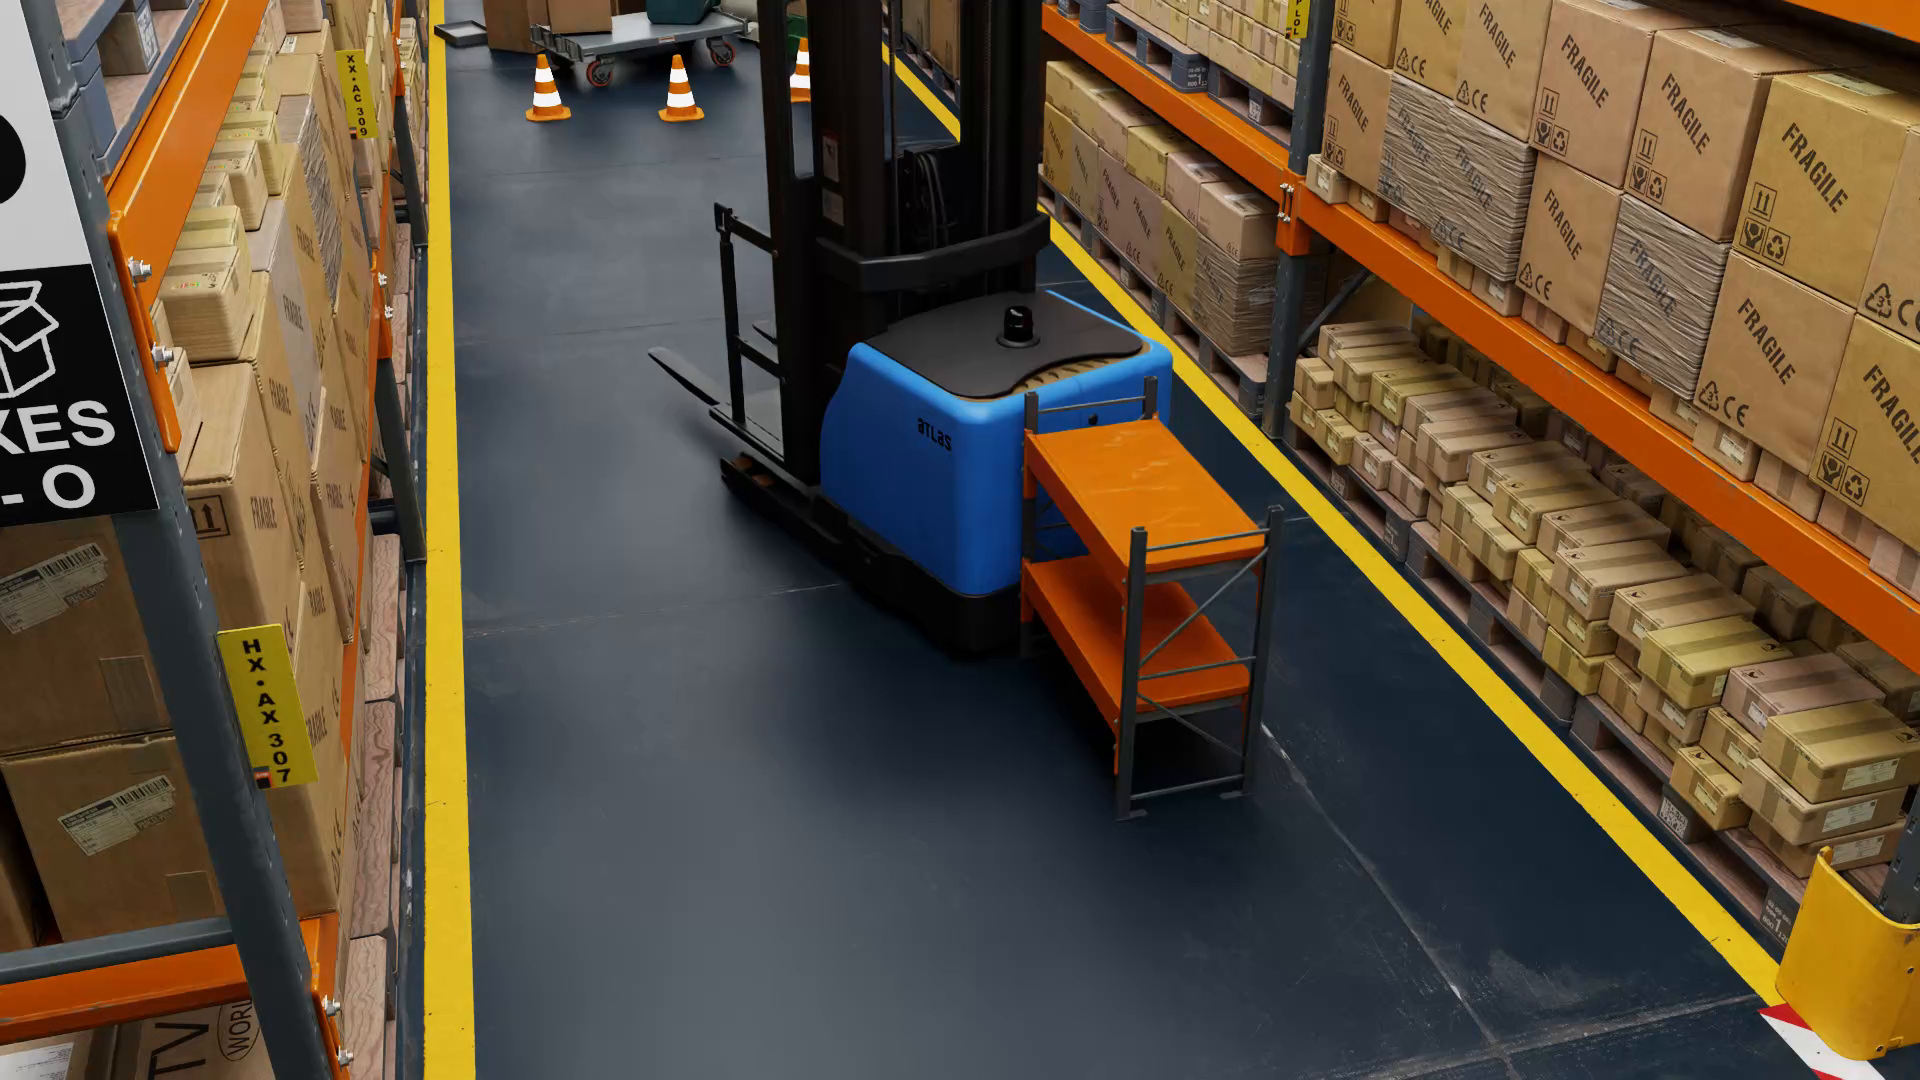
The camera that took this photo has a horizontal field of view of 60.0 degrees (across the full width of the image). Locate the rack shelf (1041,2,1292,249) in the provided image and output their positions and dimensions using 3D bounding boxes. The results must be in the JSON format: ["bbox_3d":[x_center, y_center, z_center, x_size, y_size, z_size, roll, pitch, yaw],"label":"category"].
[{"bbox_3d":[1.446,-2.527,9.340,1.077,0.370,4.000,-8,31,-13],"label":"rack shelf"}]

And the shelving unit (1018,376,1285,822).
[{"bbox_3d":[0.620,0.177,5.822,0.538,1.125,1.048,-9,31,-14],"label":"shelving unit"}]

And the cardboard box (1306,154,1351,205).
[{"bbox_3d":[1.737,-1.584,7.243,0.380,0.149,0.250,-7,31,-11],"label":"cardboard box"}]

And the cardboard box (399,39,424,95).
[{"bbox_3d":[-4.556,-3.474,12.462,0.950,0.372,0.625,-6,31,-10],"label":"cardboard box"}]

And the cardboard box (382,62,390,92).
[{"bbox_3d":[-3.177,-2.333,8.436,0.500,0.250,0.500,-8,31,-14],"label":"cardboard box"}]

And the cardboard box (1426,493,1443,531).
[{"bbox_3d":[2.171,-0.119,6.888,0.380,0.149,0.250,-9,31,-15],"label":"cardboard box"}]

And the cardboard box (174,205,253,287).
[{"bbox_3d":[-1.718,-0.581,3.515,0.380,0.149,0.250,-9,31,-15],"label":"cardboard box"}]

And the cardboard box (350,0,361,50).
[{"bbox_3d":[-2.770,-2.135,6.846,0.500,0.500,0.500,-8,31,-14],"label":"cardboard box"}]

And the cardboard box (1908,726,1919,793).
[{"bbox_3d":[3.147,0.695,5.184,0.380,0.149,0.250,-7,31,-11],"label":"cardboard box"}]

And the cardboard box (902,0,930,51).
[{"bbox_3d":[0.105,-4.657,14.128,1.050,0.750,0.750,-8,31,-14],"label":"cardboard box"}]

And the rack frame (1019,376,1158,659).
[{"bbox_3d":[0.473,-0.067,6.243,0.500,1.125,0.032,-9,31,-14],"label":"rack frame"}]

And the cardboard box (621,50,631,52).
[{"bbox_3d":[-3.039,-4.525,14.803,0.396,0.266,0.258,19,35,29],"label":"cardboard box"}]

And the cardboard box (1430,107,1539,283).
[{"bbox_3d":[2.103,-1.286,6.081,0.500,0.500,0.500,-9,31,-14],"label":"cardboard box"}]

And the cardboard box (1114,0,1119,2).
[{"bbox_3d":[1.056,-3.245,9.693,0.380,0.149,0.250,-6,31,-11],"label":"cardboard box"}]

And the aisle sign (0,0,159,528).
[{"bbox_3d":[-1.408,-0.363,2.287,0.394,0.787,0.004,-8,31,-13],"label":"aisle sign"}]

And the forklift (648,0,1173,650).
[{"bbox_3d":[-0.434,-1.530,6.968,1.130,2.935,3.031,-20,36,-31],"label":"forklift"}]

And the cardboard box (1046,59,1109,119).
[{"bbox_3d":[0.865,-2.864,10.531,0.500,0.250,0.500,-9,31,-16],"label":"cardboard box"}]

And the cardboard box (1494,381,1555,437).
[{"bbox_3d":[2.495,-0.568,7.069,0.380,0.149,0.250,-7,31,-12],"label":"cardboard box"}]

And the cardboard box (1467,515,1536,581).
[{"bbox_3d":[2.184,0.011,6.367,0.380,0.149,0.250,-8,31,-13],"label":"cardboard box"}]

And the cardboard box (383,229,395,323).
[{"bbox_3d":[-3.494,-1.584,8.694,0.875,0.875,0.875,-7,31,-13],"label":"cardboard box"}]

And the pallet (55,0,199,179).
[{"bbox_3d":[-1.914,-0.851,2.819,1.003,0.211,1.213,-8,31,-13],"label":"pallet"}]

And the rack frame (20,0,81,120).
[{"bbox_3d":[-1.707,-1.830,1.429,1.000,3.000,0.127,-8,31,-13],"label":"rack frame"}]

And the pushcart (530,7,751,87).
[{"bbox_3d":[-2.707,-4.222,14.168,1.648,0.377,0.936,-20,35,-30],"label":"pushcart"}]

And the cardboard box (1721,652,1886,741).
[{"bbox_3d":[2.643,0.503,5.220,0.380,0.149,0.250,-7,31,-12],"label":"cardboard box"}]

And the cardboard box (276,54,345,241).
[{"bbox_3d":[-2.250,-1.204,5.239,0.500,0.500,0.500,-8,31,-14],"label":"cardboard box"}]

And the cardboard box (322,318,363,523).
[{"bbox_3d":[-1.985,-0.275,4.632,0.500,0.500,0.500,-7,31,-12],"label":"cardboard box"}]

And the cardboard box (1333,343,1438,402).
[{"bbox_3d":[1.885,-0.743,7.373,0.380,0.149,0.250,-6,31,-11],"label":"cardboard box"}]

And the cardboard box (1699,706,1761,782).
[{"bbox_3d":[2.606,0.632,5.293,0.380,0.149,0.250,-9,31,-14],"label":"cardboard box"}]

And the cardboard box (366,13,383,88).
[{"bbox_3d":[-3.023,-2.307,7.891,0.500,0.250,0.500,-9,31,-15],"label":"cardboard box"}]

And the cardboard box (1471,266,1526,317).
[{"bbox_3d":[2.133,-0.954,6.155,0.380,0.149,0.250,-7,31,-11],"label":"cardboard box"}]

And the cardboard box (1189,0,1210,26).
[{"bbox_3d":[1.402,-2.745,8.533,0.380,0.149,0.250,-9,31,-16],"label":"cardboard box"}]

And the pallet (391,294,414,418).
[{"bbox_3d":[-3.373,-0.912,8.615,1.003,0.211,1.213,-8,31,-13],"label":"pallet"}]

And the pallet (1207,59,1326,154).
[{"bbox_3d":[1.914,-2.178,8.210,1.003,0.211,1.213,-8,31,-13],"label":"pallet"}]

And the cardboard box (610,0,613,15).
[{"bbox_3d":[-3.047,-5.369,16.024,0.637,0.503,0.797,19,35,29],"label":"cardboard box"}]

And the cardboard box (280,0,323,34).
[{"bbox_3d":[-2.380,-1.816,5.648,0.380,0.149,0.250,-8,31,-14],"label":"cardboard box"}]

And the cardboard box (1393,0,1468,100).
[{"bbox_3d":[2.014,-1.979,6.280,0.500,0.500,0.500,-9,31,-15],"label":"cardboard box"}]

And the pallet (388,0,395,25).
[{"bbox_3d":[-4.122,-3.345,10.226,1.213,0.211,1.003,-8,31,-13],"label":"pallet"}]

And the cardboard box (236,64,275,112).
[{"bbox_3d":[-2.102,-1.190,4.567,0.380,0.149,0.250,-8,31,-14],"label":"cardboard box"}]

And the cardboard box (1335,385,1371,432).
[{"bbox_3d":[1.918,-0.621,7.459,0.380,0.149,0.250,-8,31,-13],"label":"cardboard box"}]

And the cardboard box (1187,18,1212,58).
[{"bbox_3d":[1.401,-2.612,8.600,0.380,0.149,0.250,-9,31,-15],"label":"cardboard box"}]

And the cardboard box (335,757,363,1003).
[{"bbox_3d":[-2.230,0.947,4.758,0.875,0.438,0.875,-7,31,-12],"label":"cardboard box"}]

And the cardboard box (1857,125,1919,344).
[{"bbox_3d":[2.677,-0.734,4.128,0.500,0.500,0.500,-8,31,-14],"label":"cardboard box"}]

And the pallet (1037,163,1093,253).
[{"bbox_3d":[1.121,-2.220,10.875,1.003,0.211,1.213,-8,31,-13],"label":"pallet"}]

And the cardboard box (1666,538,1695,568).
[{"bbox_3d":[2.741,0.070,6.265,0.380,0.149,0.250,-6,31,-11],"label":"cardboard box"}]

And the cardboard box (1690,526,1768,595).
[{"bbox_3d":[2.885,0.056,5.992,0.380,0.149,0.250,-7,31,-11],"label":"cardboard box"}]

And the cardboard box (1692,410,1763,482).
[{"bbox_3d":[2.479,-0.316,5.053,0.380,0.149,0.250,-7,31,-12],"label":"cardboard box"}]

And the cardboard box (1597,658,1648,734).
[{"bbox_3d":[2.467,0.517,5.788,0.380,0.149,0.250,-8,31,-13],"label":"cardboard box"}]

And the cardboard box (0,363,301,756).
[{"bbox_3d":[-1.560,0.020,3.122,0.500,0.500,0.500,-9,31,-14],"label":"cardboard box"}]

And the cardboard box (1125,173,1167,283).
[{"bbox_3d":[1.270,-1.793,9.429,0.500,0.500,0.500,-9,31,-14],"label":"cardboard box"}]

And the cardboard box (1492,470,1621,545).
[{"bbox_3d":[2.259,-0.126,6.306,0.380,0.149,0.250,-8,31,-13],"label":"cardboard box"}]

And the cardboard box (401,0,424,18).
[{"bbox_3d":[-4.788,-4.667,13.895,0.500,0.500,0.500,-6,31,-11],"label":"cardboard box"}]

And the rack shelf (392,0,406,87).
[{"bbox_3d":[-4.361,-3.752,11.457,1.077,0.370,4.000,-8,31,-13],"label":"rack shelf"}]

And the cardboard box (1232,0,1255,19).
[{"bbox_3d":[1.543,-2.626,8.030,0.380,0.149,0.250,-9,31,-15],"label":"cardboard box"}]

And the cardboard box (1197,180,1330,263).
[{"bbox_3d":[1.536,-1.623,8.388,0.500,0.250,0.500,-9,31,-15],"label":"cardboard box"}]
